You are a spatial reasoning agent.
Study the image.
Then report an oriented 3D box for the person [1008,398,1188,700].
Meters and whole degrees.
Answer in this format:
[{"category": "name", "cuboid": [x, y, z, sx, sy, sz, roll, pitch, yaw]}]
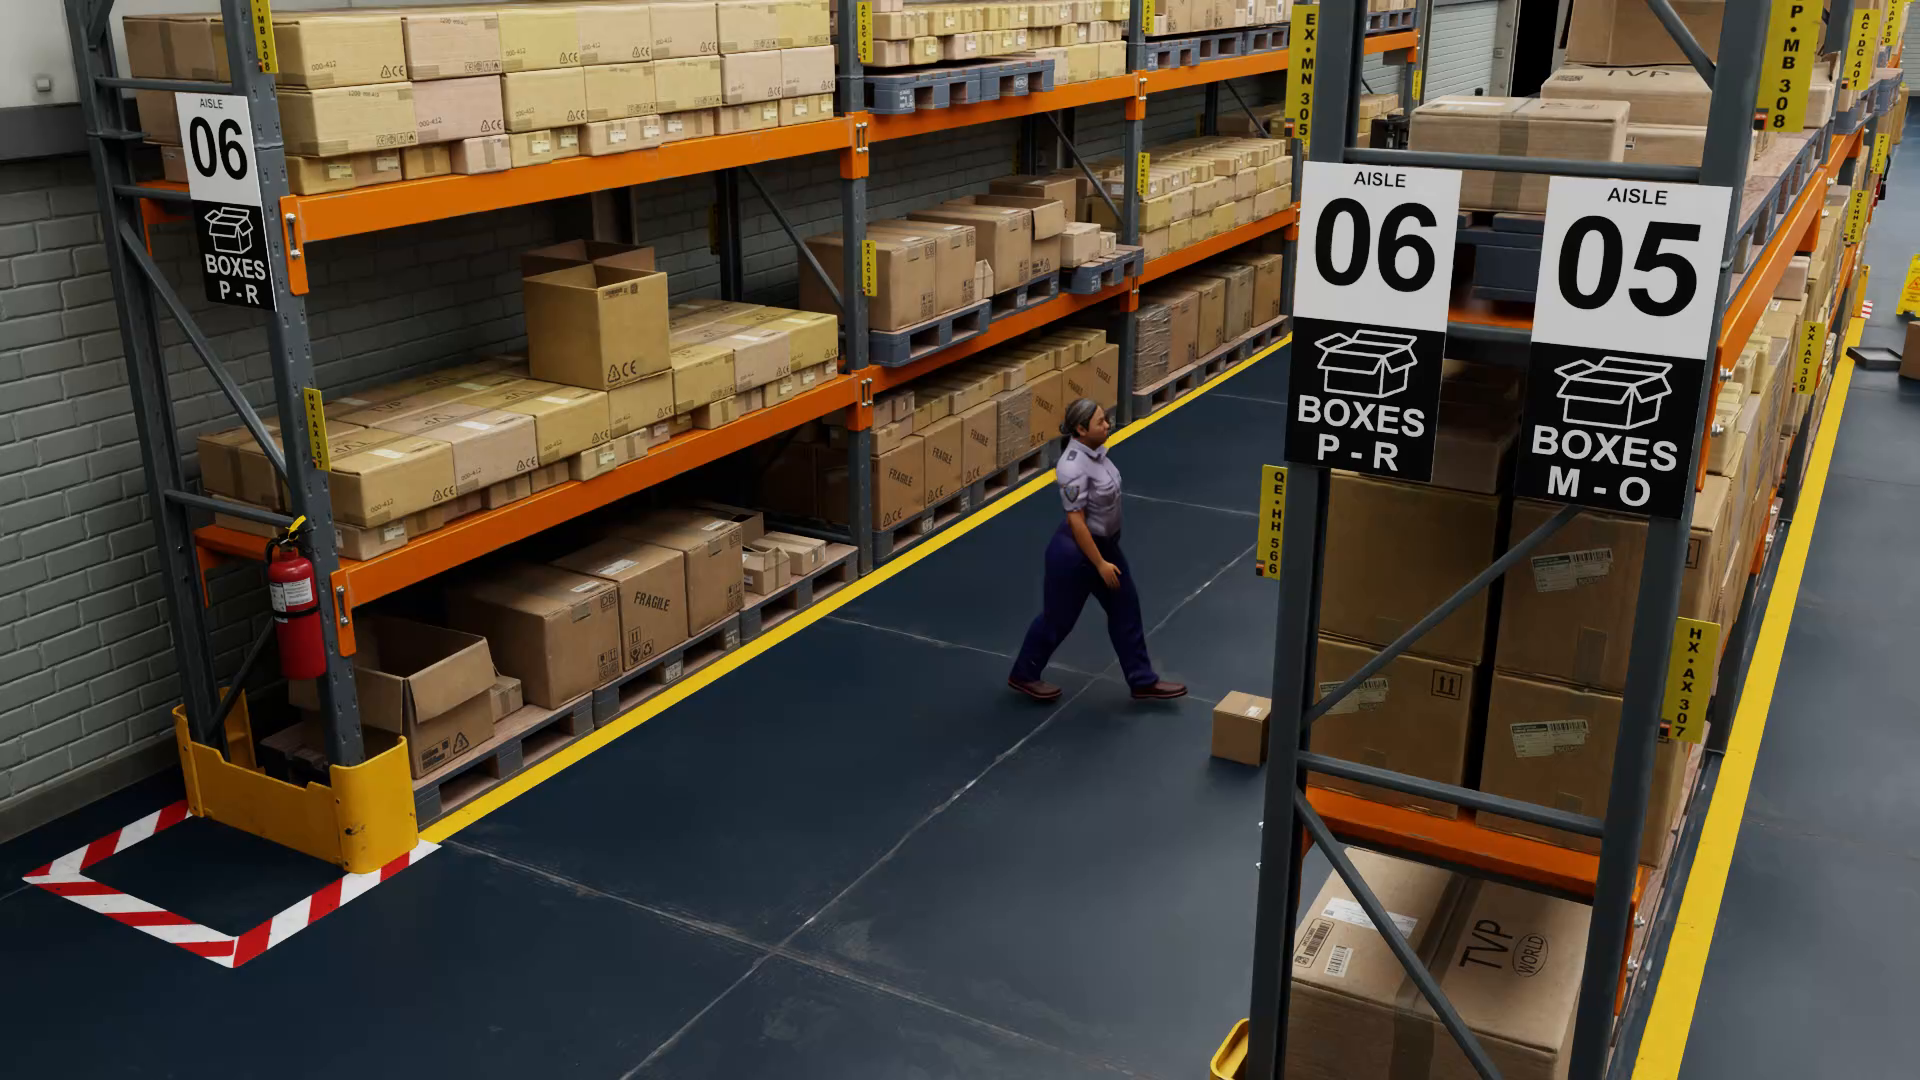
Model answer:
[{"category": "person", "cuboid": [0.693, 0.076, 8.368, 0.903, 1.604, 0.484, 9, 22, 24]}]
